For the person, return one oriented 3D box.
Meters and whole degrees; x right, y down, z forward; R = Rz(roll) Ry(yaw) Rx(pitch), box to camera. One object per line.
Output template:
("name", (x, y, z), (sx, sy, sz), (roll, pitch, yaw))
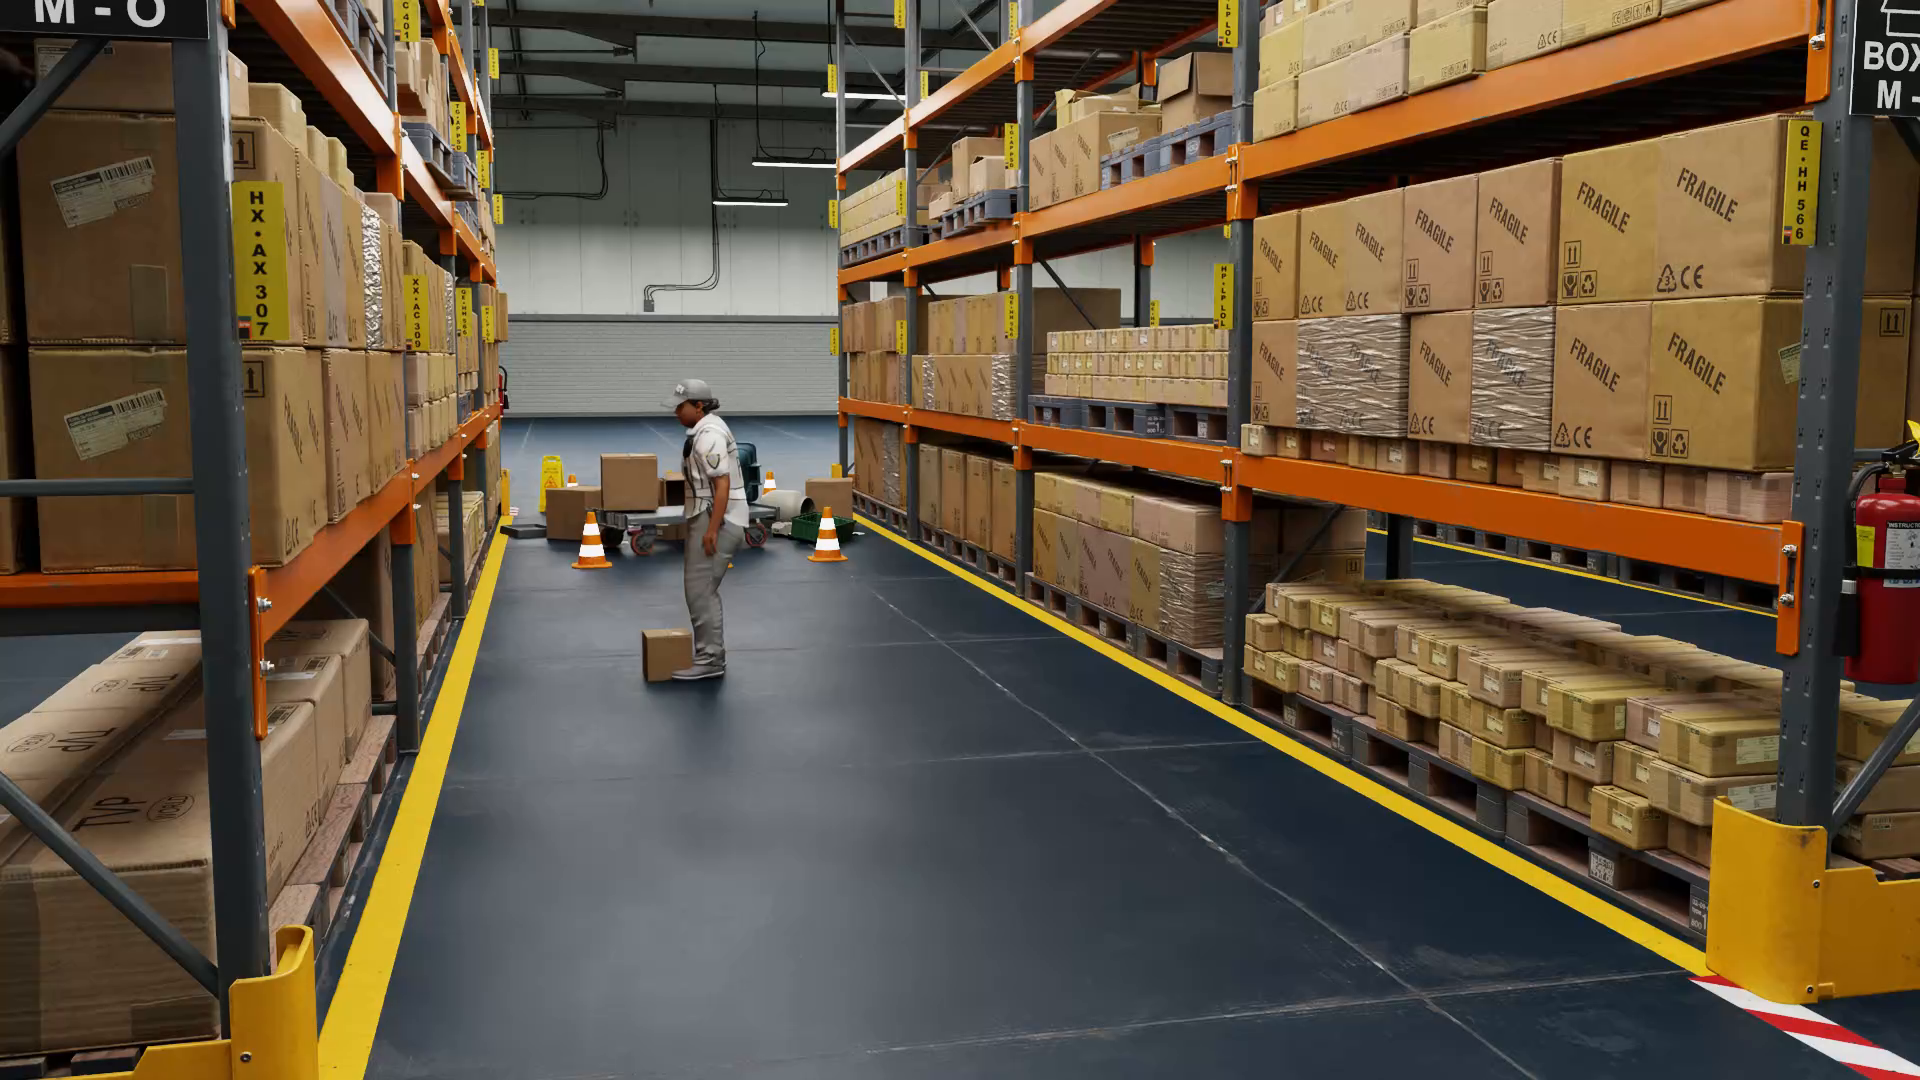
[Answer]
("person", (-1.427, -0.069, 9.293), (0.470, 1.664, 0.549), (-2, 6, -16))
